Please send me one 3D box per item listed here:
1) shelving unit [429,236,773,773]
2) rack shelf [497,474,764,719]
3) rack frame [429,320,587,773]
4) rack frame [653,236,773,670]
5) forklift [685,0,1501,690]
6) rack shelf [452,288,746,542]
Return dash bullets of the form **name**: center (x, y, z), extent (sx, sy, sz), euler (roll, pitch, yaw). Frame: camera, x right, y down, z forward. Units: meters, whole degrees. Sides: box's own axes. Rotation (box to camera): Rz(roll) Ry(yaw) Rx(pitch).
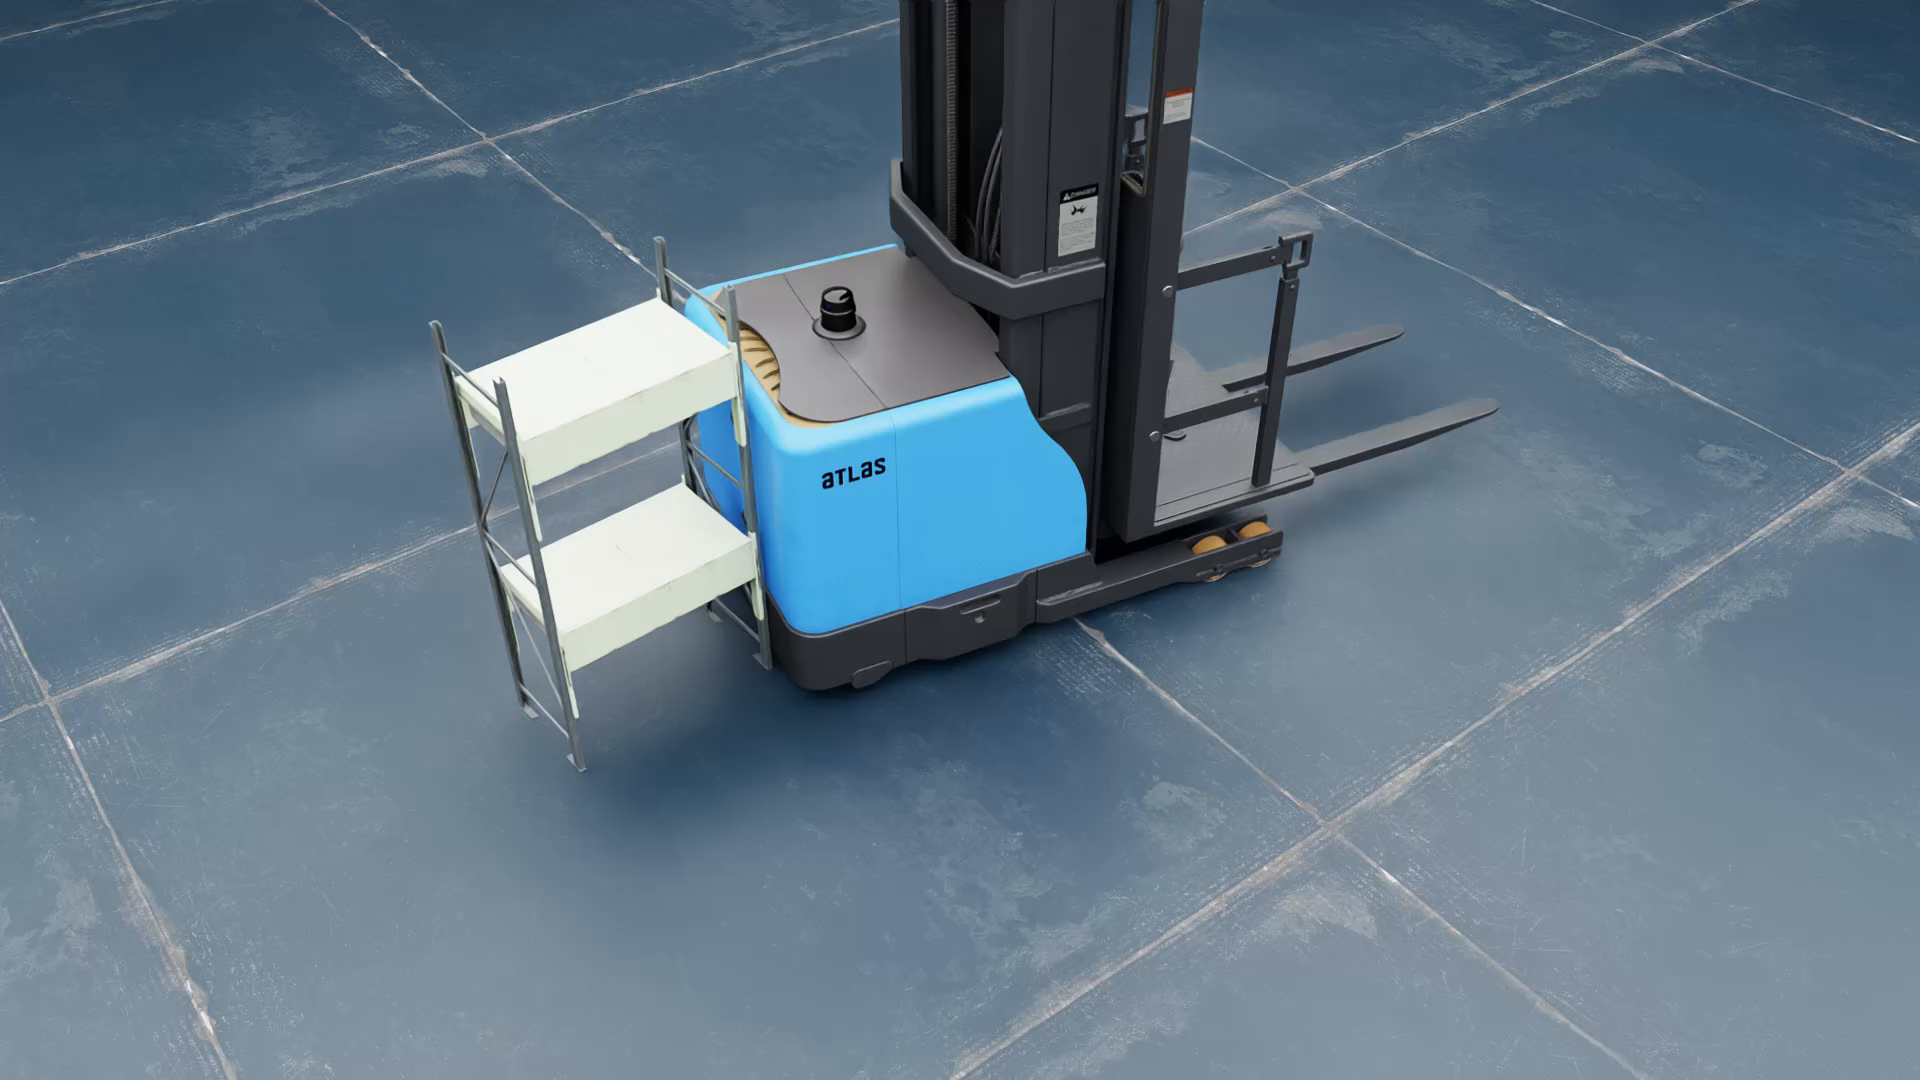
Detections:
- **shelving unit**: center (-1.061, -0.083, 5.168), extent (0.755, 1.500, 0.431), euler (-28, 47, -30)
- **rack shelf**: center (-1.061, 0.169, 5.375), extent (0.720, 0.370, 0.431), euler (-28, 47, -30)
- **rack frame**: center (-1.339, 0.068, 4.984), extent (0.023, 1.500, 0.400), euler (-28, 47, -30)
- **rack frame**: center (-0.783, -0.233, 5.352), extent (0.023, 1.500, 0.400), euler (-28, 47, -30)
- **forklift**: center (0.620, -1.267, 5.484), extent (3.031, 2.935, 1.130), euler (-17, 42, -19)
- **rack shelf**: center (-1.061, -0.384, 4.921), extent (0.720, 0.370, 0.431), euler (-28, 47, -30)
